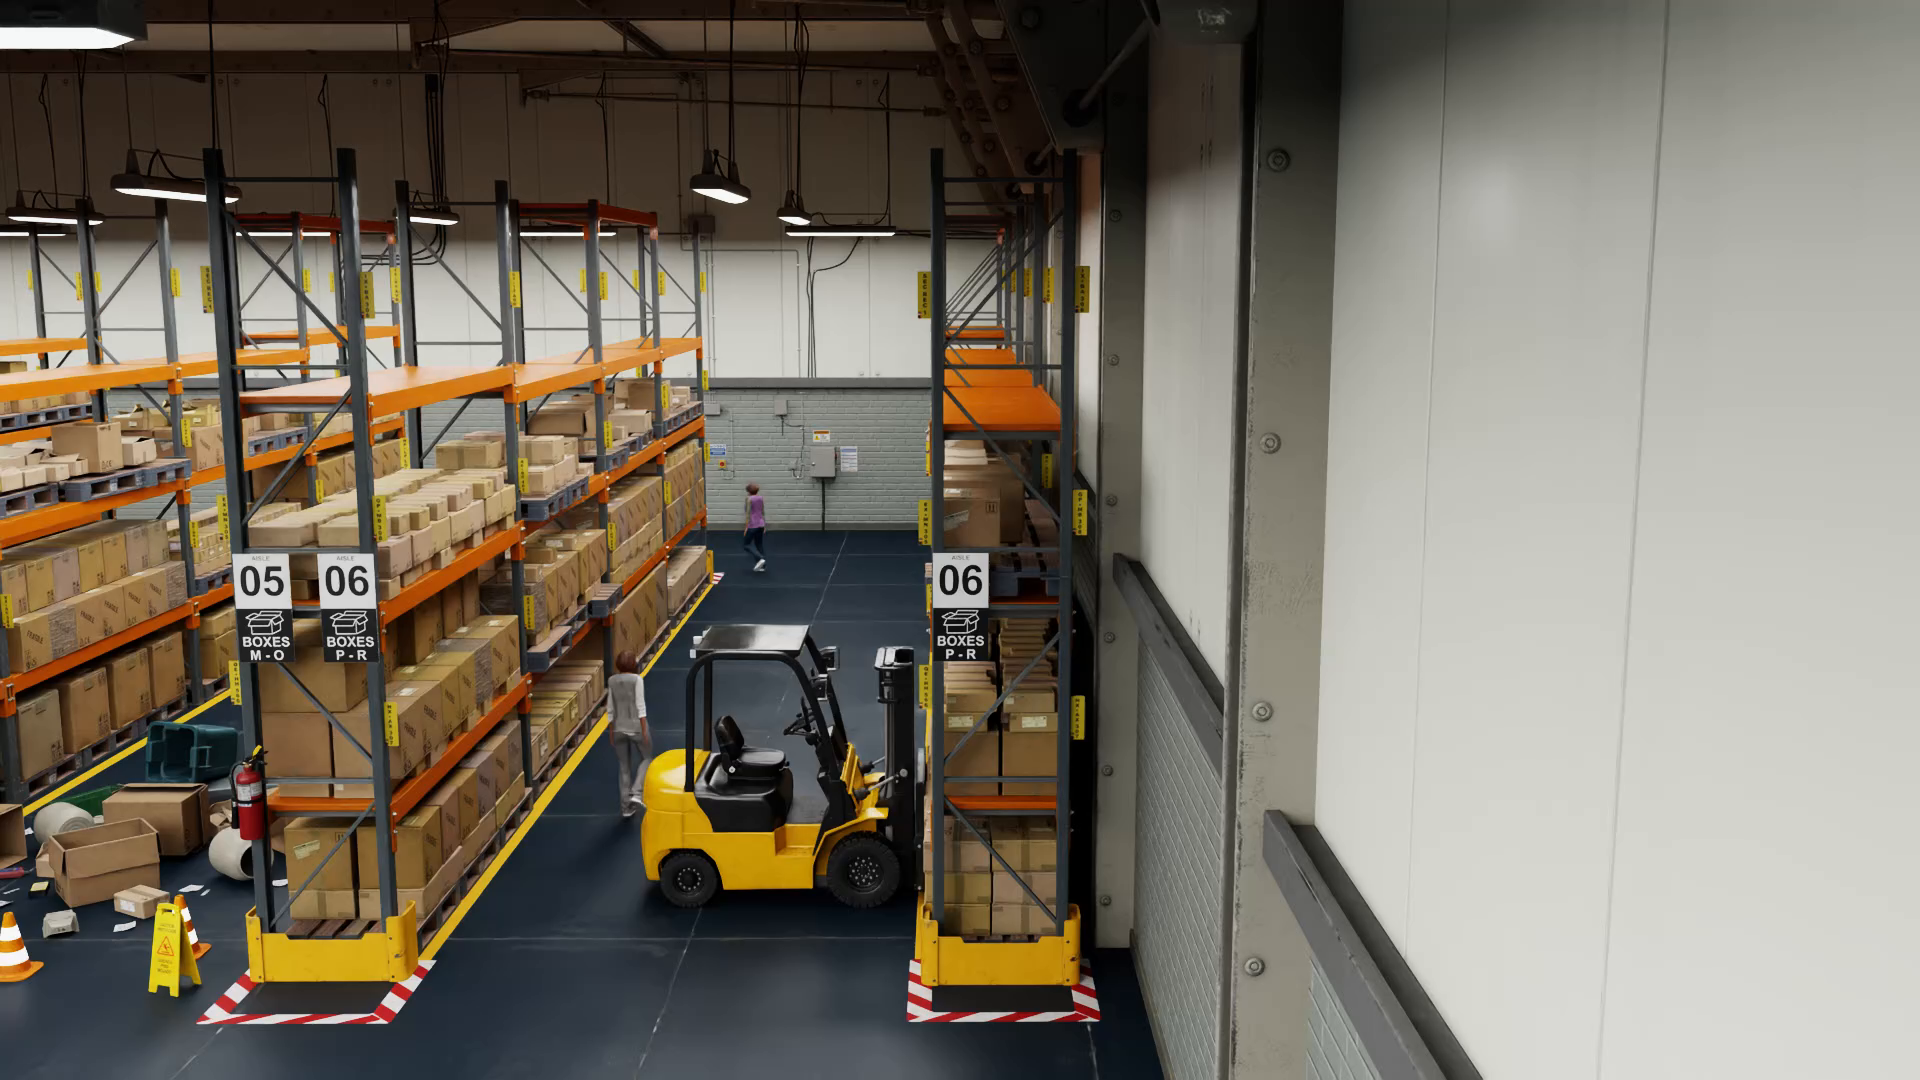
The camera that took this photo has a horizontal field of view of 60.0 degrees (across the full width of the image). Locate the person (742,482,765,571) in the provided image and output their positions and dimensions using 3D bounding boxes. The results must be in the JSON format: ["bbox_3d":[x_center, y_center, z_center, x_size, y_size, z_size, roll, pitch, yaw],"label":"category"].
[{"bbox_3d":[-3.501,-0.209,28.730,0.525,1.587,0.443,7,11,35],"label":"person"}]

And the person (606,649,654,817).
[{"bbox_3d":[-3.172,1.848,15.926,0.457,1.578,0.441,1,9,6],"label":"person"}]
